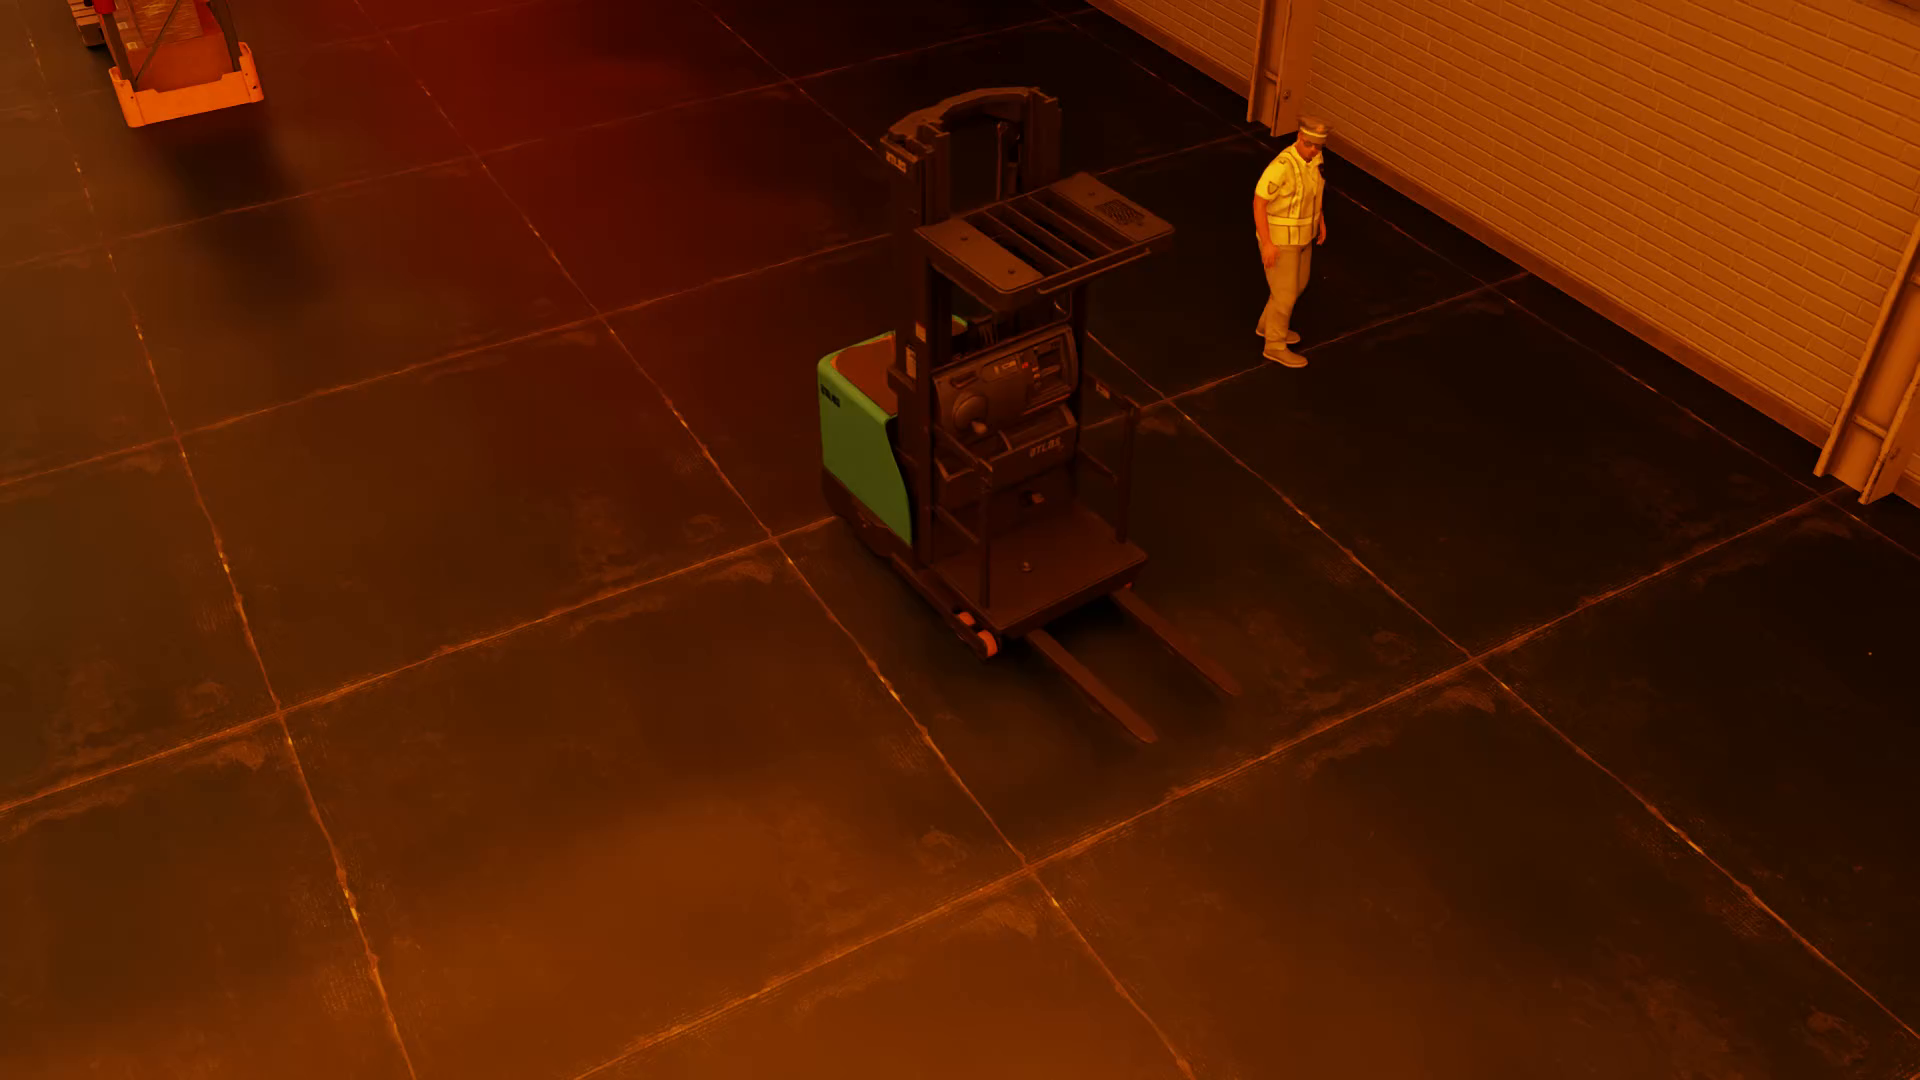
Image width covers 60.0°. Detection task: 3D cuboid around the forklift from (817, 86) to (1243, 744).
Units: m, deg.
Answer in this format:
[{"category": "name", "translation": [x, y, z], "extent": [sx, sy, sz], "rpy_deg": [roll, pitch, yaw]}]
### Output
[{"category": "forklift", "translation": [0.385, -0.802, 9.003], "extent": [1.130, 2.935, 3.031], "rpy_deg": [-24, 45, -26]}]

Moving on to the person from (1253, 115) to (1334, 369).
[{"category": "person", "translation": [2.336, -2.076, 11.465], "extent": [0.534, 1.749, 0.738], "rpy_deg": [25, 46, 27]}]
